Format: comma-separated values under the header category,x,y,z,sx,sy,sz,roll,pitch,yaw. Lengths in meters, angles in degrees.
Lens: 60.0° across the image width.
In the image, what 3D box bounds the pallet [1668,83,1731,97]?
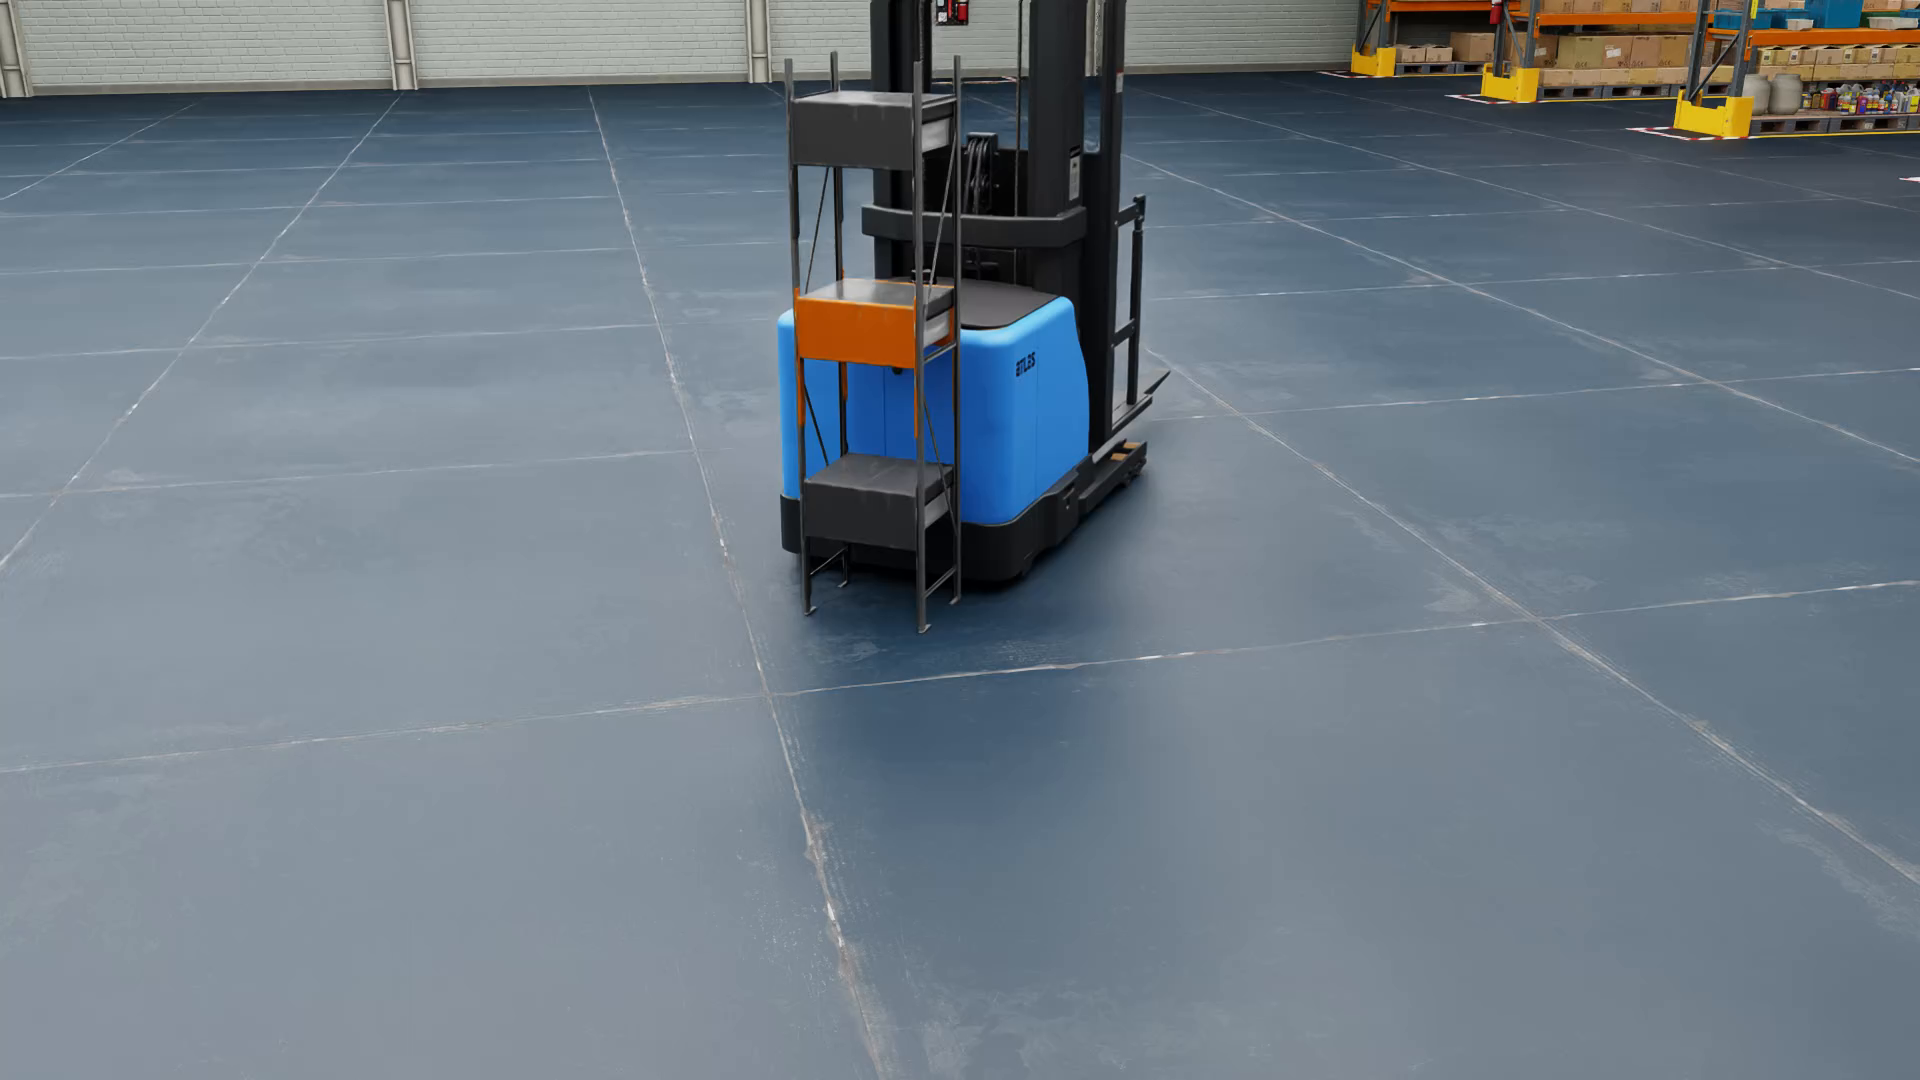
category,x,y,z,sx,sy,sz,roll,pitch,yaw
pallet,11.900,-7.438,27.311,1.213,0.211,1.003,-5,21,-12

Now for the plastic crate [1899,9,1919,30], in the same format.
category,x,y,z,sx,sy,sz,roll,pitch,yaw
plastic crate,12.805,-6.889,21.976,0.616,0.251,0.499,-5,21,-12

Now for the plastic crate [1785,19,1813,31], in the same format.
category,x,y,z,sx,sy,sz,roll,pitch,yaw
plastic crate,10.872,-6.660,21.518,0.250,0.136,0.298,-5,21,-12

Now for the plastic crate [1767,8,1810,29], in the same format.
category,x,y,z,sx,sy,sz,roll,pitch,yaw
plastic crate,10.978,-6.940,22.116,0.408,0.251,0.499,-5,21,-12

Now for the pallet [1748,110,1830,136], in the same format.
category,x,y,z,sx,sy,sz,roll,pitch,yaw
pallet,10.782,-5.596,22.283,1.213,0.211,1.003,-5,21,-12

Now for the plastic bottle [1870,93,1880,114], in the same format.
category,x,y,z,sx,sy,sz,roll,pitch,yaw
plastic bottle,12.194,-5.820,22.170,0.097,0.271,0.097,0,20,0

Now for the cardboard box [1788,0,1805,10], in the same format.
category,x,y,z,sx,sy,sz,roll,pitch,yaw
cardboard box,13.593,-8.679,27.013,0.250,0.149,0.380,-5,21,-12

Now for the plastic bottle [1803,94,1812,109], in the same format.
category,x,y,z,sx,sy,sz,roll,pitch,yaw
plastic bottle,11.613,-6.005,22.777,0.097,0.201,0.097,0,20,0

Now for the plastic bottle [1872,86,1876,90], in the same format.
category,x,y,z,sx,sy,sz,roll,pitch,yaw
plastic bottle,12.584,-6.129,22.996,0.133,0.283,0.061,-4,20,-10

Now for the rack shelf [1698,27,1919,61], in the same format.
category,x,y,z,sx,sy,sz,roll,pitch,yaw
rack shelf,11.873,-6.641,22.130,4.000,0.370,1.077,-5,21,-12

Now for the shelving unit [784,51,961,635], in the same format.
category,x,y,z,sx,sy,sz,roll,pitch,yaw
shelving unit,-0.304,-0.719,6.225,0.503,2.100,0.431,8,22,20

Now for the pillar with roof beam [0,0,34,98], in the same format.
category,x,y,z,sx,sy,sz,roll,pitch,yaw
pillar with roof beam,-14.236,-9.958,21.417,0.400,9.000,9.100,-5,21,-12

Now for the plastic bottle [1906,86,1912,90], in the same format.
category,x,y,z,sx,sy,sz,roll,pitch,yaw
plastic bottle,13.100,-6.152,23.068,0.135,0.276,0.152,-4,20,-11

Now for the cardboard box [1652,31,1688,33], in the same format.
category,x,y,z,sx,sy,sz,roll,pitch,yaw
cardboard box,11.675,-8.080,27.308,0.500,0.500,0.500,-5,21,-12

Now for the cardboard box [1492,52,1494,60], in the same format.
category,x,y,z,sx,sy,sz,roll,pitch,yaw
cardboard box,9.979,-9.202,31.578,0.250,0.149,0.380,-6,21,-17

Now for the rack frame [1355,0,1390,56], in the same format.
category,x,y,z,sx,sy,sz,roll,pitch,yaw
rack frame,7.647,-10.137,30.627,0.127,3.000,1.000,-5,21,-12

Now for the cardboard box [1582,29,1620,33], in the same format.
category,x,y,z,sx,sy,sz,roll,pitch,yaw
cardboard box,12.252,-9.550,32.019,0.500,0.500,0.700,-4,20,-11

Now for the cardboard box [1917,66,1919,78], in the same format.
category,x,y,z,sx,sy,sz,roll,pitch,yaw
cardboard box,16.120,-7.895,27.894,0.500,0.250,0.500,-4,21,-11

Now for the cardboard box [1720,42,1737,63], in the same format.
category,x,y,z,sx,sy,sz,roll,pitch,yaw
cardboard box,13.011,-8.093,27.619,0.500,0.311,0.500,-5,21,-12

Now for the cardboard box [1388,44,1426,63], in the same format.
category,x,y,z,sx,sy,sz,roll,pitch,yaw
cardboard box,8.341,-9.106,31.081,0.500,0.311,0.500,-7,21,-19

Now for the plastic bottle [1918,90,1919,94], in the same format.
category,x,y,z,sx,sy,sz,roll,pitch,yaw
plastic bottle,13.014,-5.950,22.517,0.135,0.276,0.152,-5,21,-12

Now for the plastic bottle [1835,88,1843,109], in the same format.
category,x,y,z,sx,sy,sz,roll,pitch,yaw
plastic bottle,12.000,-6.062,22.823,0.135,0.276,0.152,-5,21,-14

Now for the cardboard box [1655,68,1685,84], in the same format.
category,x,y,z,sx,sy,sz,roll,pitch,yaw
cardboard box,11.310,-7.511,26.845,0.500,0.250,0.500,-5,21,-12

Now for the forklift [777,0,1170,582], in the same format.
category,x,y,z,sx,sy,sz,roll,pitch,yaw
forklift,0.277,-1.680,7.639,1.130,2.935,3.031,8,22,21

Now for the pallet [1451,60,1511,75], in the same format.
category,x,y,z,sx,sy,sz,roll,pitch,yaw
pallet,9.705,-8.981,31.526,1.213,0.211,1.003,-5,21,-12

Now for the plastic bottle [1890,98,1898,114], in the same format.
category,x,y,z,sx,sy,sz,roll,pitch,yaw
plastic bottle,12.490,-5.812,22.248,0.097,0.201,0.097,0,20,0

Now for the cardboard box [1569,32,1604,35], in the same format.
category,x,y,z,sx,sy,sz,roll,pitch,yaw
cardboard box,10.214,-7.963,26.990,0.500,0.500,0.500,-5,21,-12

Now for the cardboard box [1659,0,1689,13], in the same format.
category,x,y,z,sx,sy,sz,roll,pitch,yaw
cardboard box,11.252,-8.723,26.622,0.500,0.500,0.700,-4,21,-12

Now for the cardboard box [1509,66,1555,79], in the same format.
category,x,y,z,sx,sy,sz,roll,pitch,yaw
cardboard box,9.244,-7.527,26.887,0.500,0.250,0.500,-5,21,-12

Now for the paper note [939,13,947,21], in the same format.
category,x,y,z,sx,sy,sz,roll,pitch,yaw
paper note,-0.312,-9.420,29.949,0.142,0.148,0.016,-5,21,-12

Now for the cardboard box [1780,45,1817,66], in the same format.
category,x,y,z,sx,sy,sz,roll,pitch,yaw
cardboard box,13.631,-7.952,27.234,0.500,0.311,0.500,-5,21,-13

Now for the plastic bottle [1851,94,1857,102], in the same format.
category,x,y,z,sx,sy,sz,roll,pitch,yaw
plastic bottle,12.230,-6.005,22.775,0.097,0.201,0.097,0,20,0

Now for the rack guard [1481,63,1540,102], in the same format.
category,x,y,z,sx,sy,sz,roll,pitch,yaw
rack guard,8.767,-7.303,26.526,0.348,0.500,1.175,-5,21,-12

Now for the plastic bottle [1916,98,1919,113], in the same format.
category,x,y,z,sx,sy,sz,roll,pitch,yaw
plastic bottle,12.923,-5.879,22.312,0.133,0.283,0.061,-3,20,-9

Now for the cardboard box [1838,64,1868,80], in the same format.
category,x,y,z,sx,sy,sz,roll,pitch,yaw
cardboard box,14.629,-7.773,27.559,0.500,0.250,0.500,-4,21,-11

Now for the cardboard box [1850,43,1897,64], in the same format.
category,x,y,z,sx,sy,sz,roll,pitch,yaw
cardboard box,15.127,-8.076,27.571,0.500,0.311,0.500,-5,21,-13

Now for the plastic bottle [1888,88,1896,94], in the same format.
category,x,y,z,sx,sy,sz,roll,pitch,yaw
plastic bottle,12.825,-6.086,22.895,0.097,0.271,0.097,0,20,0

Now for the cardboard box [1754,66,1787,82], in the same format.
category,x,y,z,sx,sy,sz,roll,pitch,yaw
cardboard box,13.133,-7.651,27.227,0.500,0.250,0.500,-5,21,-14

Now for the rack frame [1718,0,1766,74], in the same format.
category,x,y,z,sx,sy,sz,roll,pitch,yaw
rack frame,12.683,-8.796,26.965,0.127,3.000,1.000,-5,21,-12

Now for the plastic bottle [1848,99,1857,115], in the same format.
category,x,y,z,sx,sy,sz,roll,pitch,yaw
plastic bottle,11.864,-5.761,22.109,0.097,0.201,0.097,0,20,0

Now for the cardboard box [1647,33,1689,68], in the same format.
category,x,y,z,sx,sy,sz,roll,pitch,yaw
cardboard box,11.307,-7.868,26.728,0.500,0.500,0.500,-5,21,-12

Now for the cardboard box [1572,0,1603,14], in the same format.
category,x,y,z,sx,sy,sz,roll,pitch,yaw
cardboard box,9.758,-8.602,26.291,0.500,0.500,0.700,-4,21,-11

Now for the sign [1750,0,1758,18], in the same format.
category,x,y,z,sx,sy,sz,roll,pitch,yaw
sign,10.049,-6.766,21.022,0.005,0.325,0.100,-5,21,-12

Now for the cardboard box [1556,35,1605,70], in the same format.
category,x,y,z,sx,sy,sz,roll,pitch,yaw
cardboard box,9.850,-7.746,26.395,0.500,0.500,0.500,-5,21,-12

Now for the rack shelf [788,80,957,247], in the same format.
category,x,y,z,sx,sy,sz,roll,pitch,yaw
rack shelf,-0.304,-1.363,5.989,0.480,0.518,0.431,8,22,20

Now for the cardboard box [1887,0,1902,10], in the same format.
category,x,y,z,sx,sy,sz,roll,pitch,yaw
cardboard box,15.348,-8.875,27.546,0.250,0.149,0.380,-3,20,-8

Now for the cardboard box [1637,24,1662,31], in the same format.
category,x,y,z,sx,sy,sz,roll,pitch,yaw
cardboard box,13.185,-9.981,32.105,0.500,0.250,0.500,-5,21,-14

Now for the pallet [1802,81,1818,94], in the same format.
category,x,y,z,sx,sy,sz,roll,pitch,yaw
pallet,13.391,-7.558,27.640,1.213,0.211,1.003,-5,21,-12

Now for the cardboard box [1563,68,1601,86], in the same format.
category,x,y,z,sx,sy,sz,roll,pitch,yaw
cardboard box,9.849,-7.394,26.526,0.500,0.250,0.500,-5,21,-12
